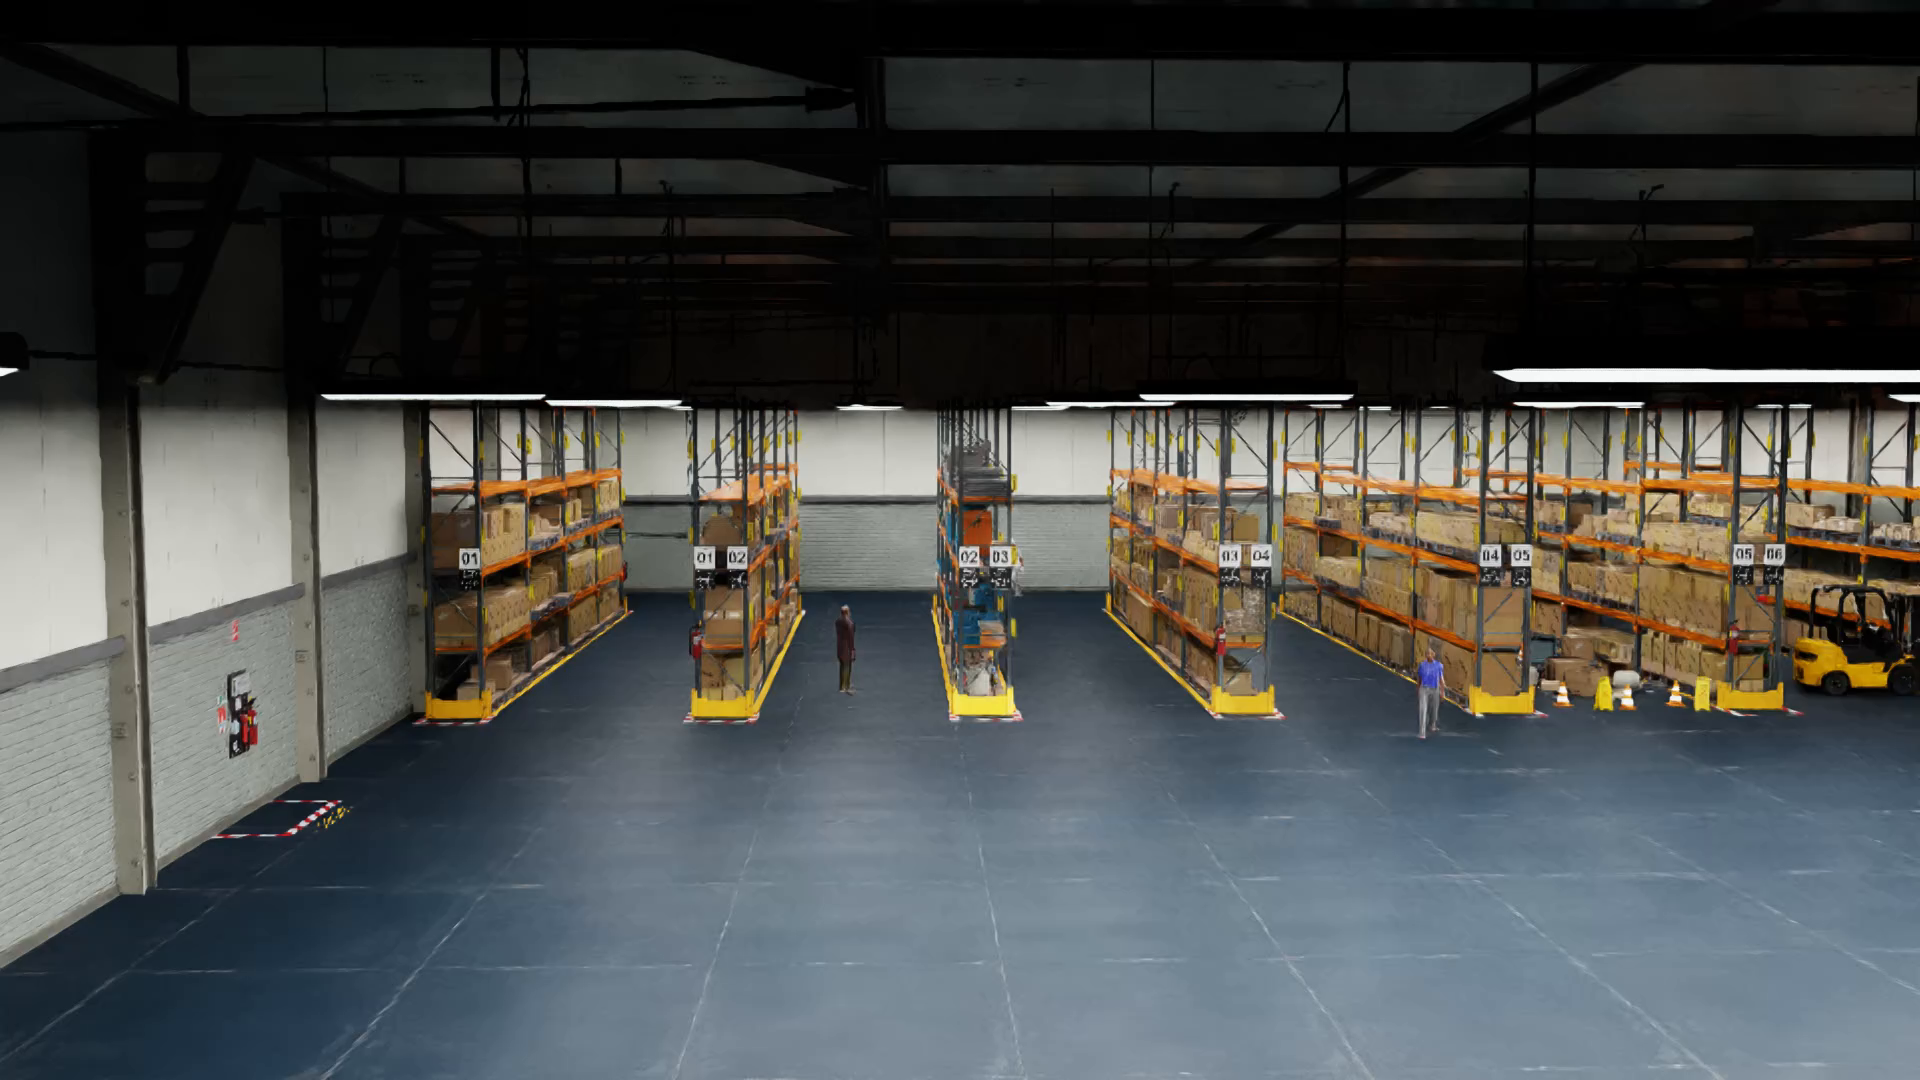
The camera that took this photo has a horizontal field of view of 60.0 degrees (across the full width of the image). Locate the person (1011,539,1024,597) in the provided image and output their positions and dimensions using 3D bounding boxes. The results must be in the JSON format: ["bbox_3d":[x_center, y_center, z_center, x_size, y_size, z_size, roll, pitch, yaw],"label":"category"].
[{"bbox_3d":[1.691,0.849,51.457,0.481,1.769,0.650,-4,6,-39],"label":"person"}]

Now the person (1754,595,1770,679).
[{"bbox_3d":[17.103,2.063,35.632,0.490,1.787,0.608,2,5,27],"label":"person"}]

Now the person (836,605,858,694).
[{"bbox_3d":[-2.278,2.205,33.828,0.515,1.785,0.638,-3,5,-30],"label":"person"}]

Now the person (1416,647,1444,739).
[{"bbox_3d":[8.264,2.657,29.228,0.474,1.600,0.909,1,5,14],"label":"person"}]
